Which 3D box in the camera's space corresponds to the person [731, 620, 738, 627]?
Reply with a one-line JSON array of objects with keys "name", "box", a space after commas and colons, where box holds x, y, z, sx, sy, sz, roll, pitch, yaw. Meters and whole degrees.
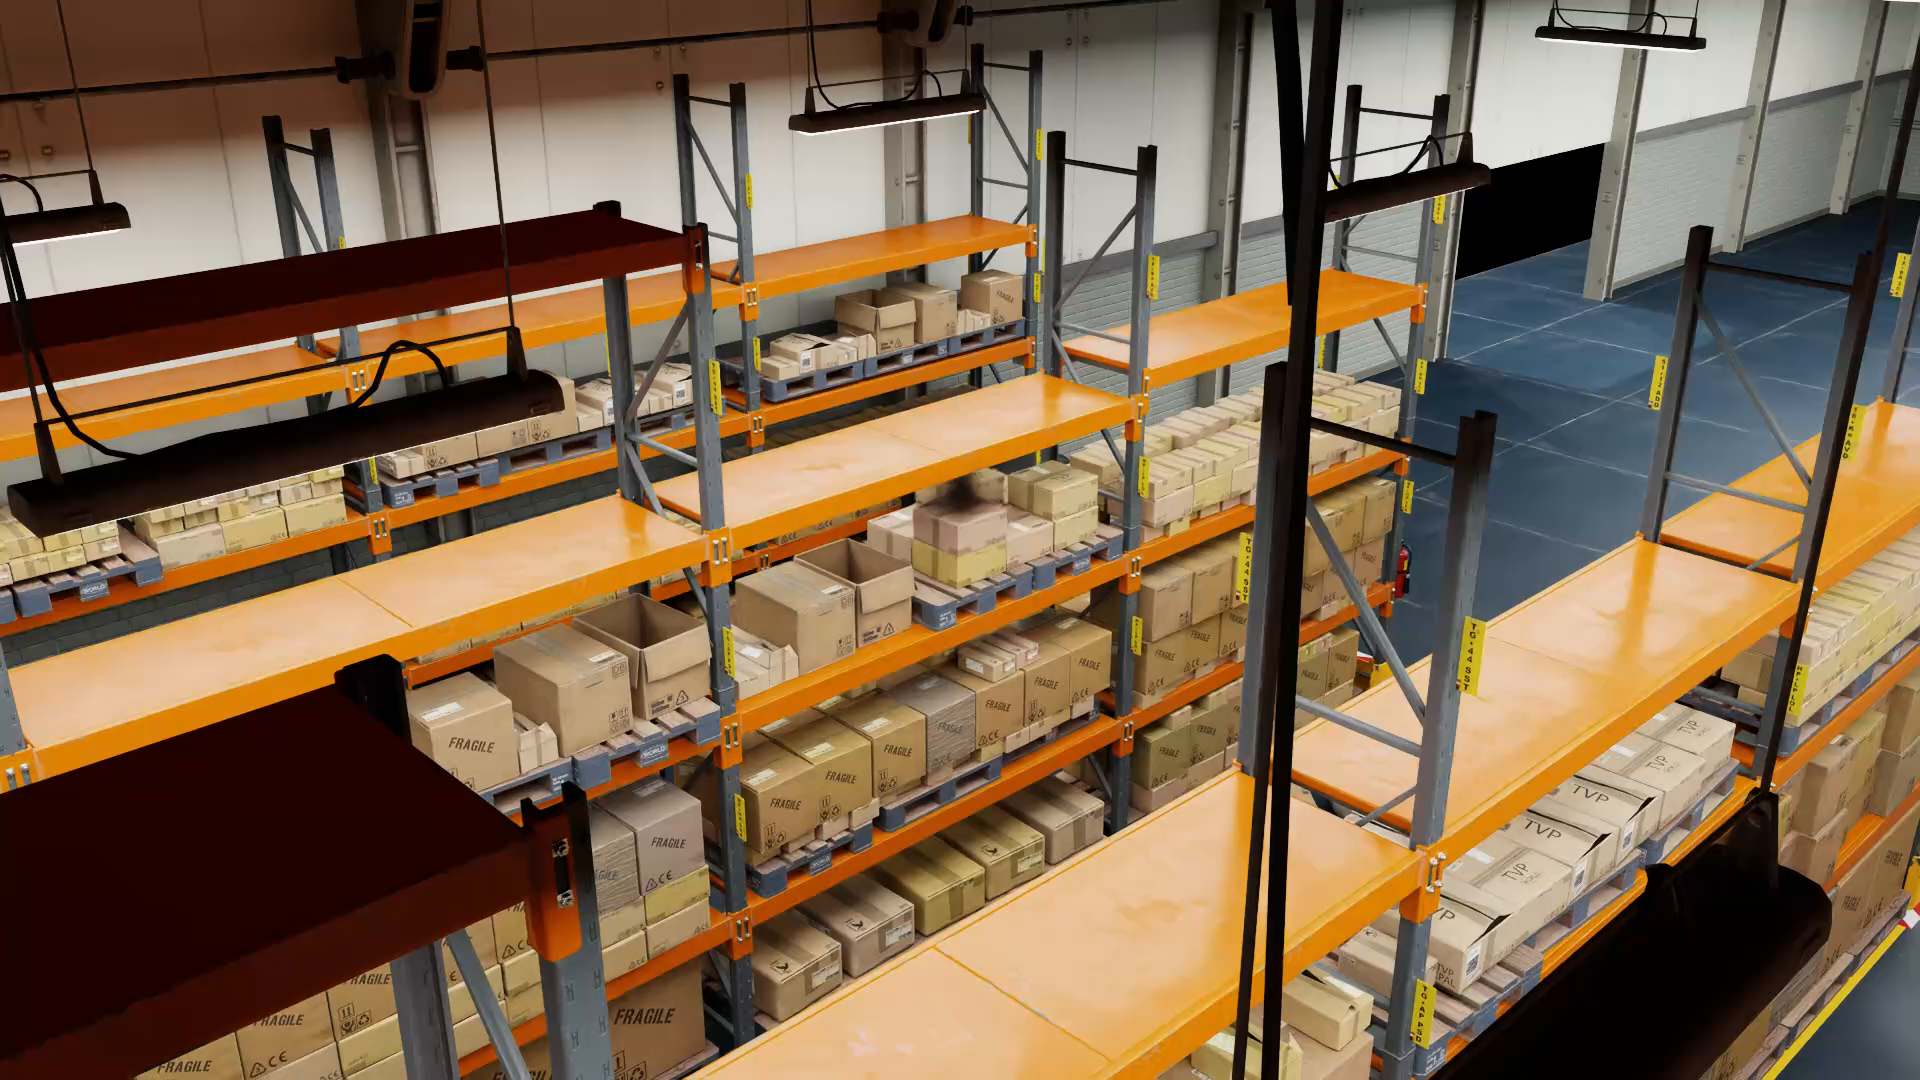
[{"name": "person", "box": [-1.923, 1.529, 14.963, 0.577, 1.699, 0.732, 18, 28, 36]}]
